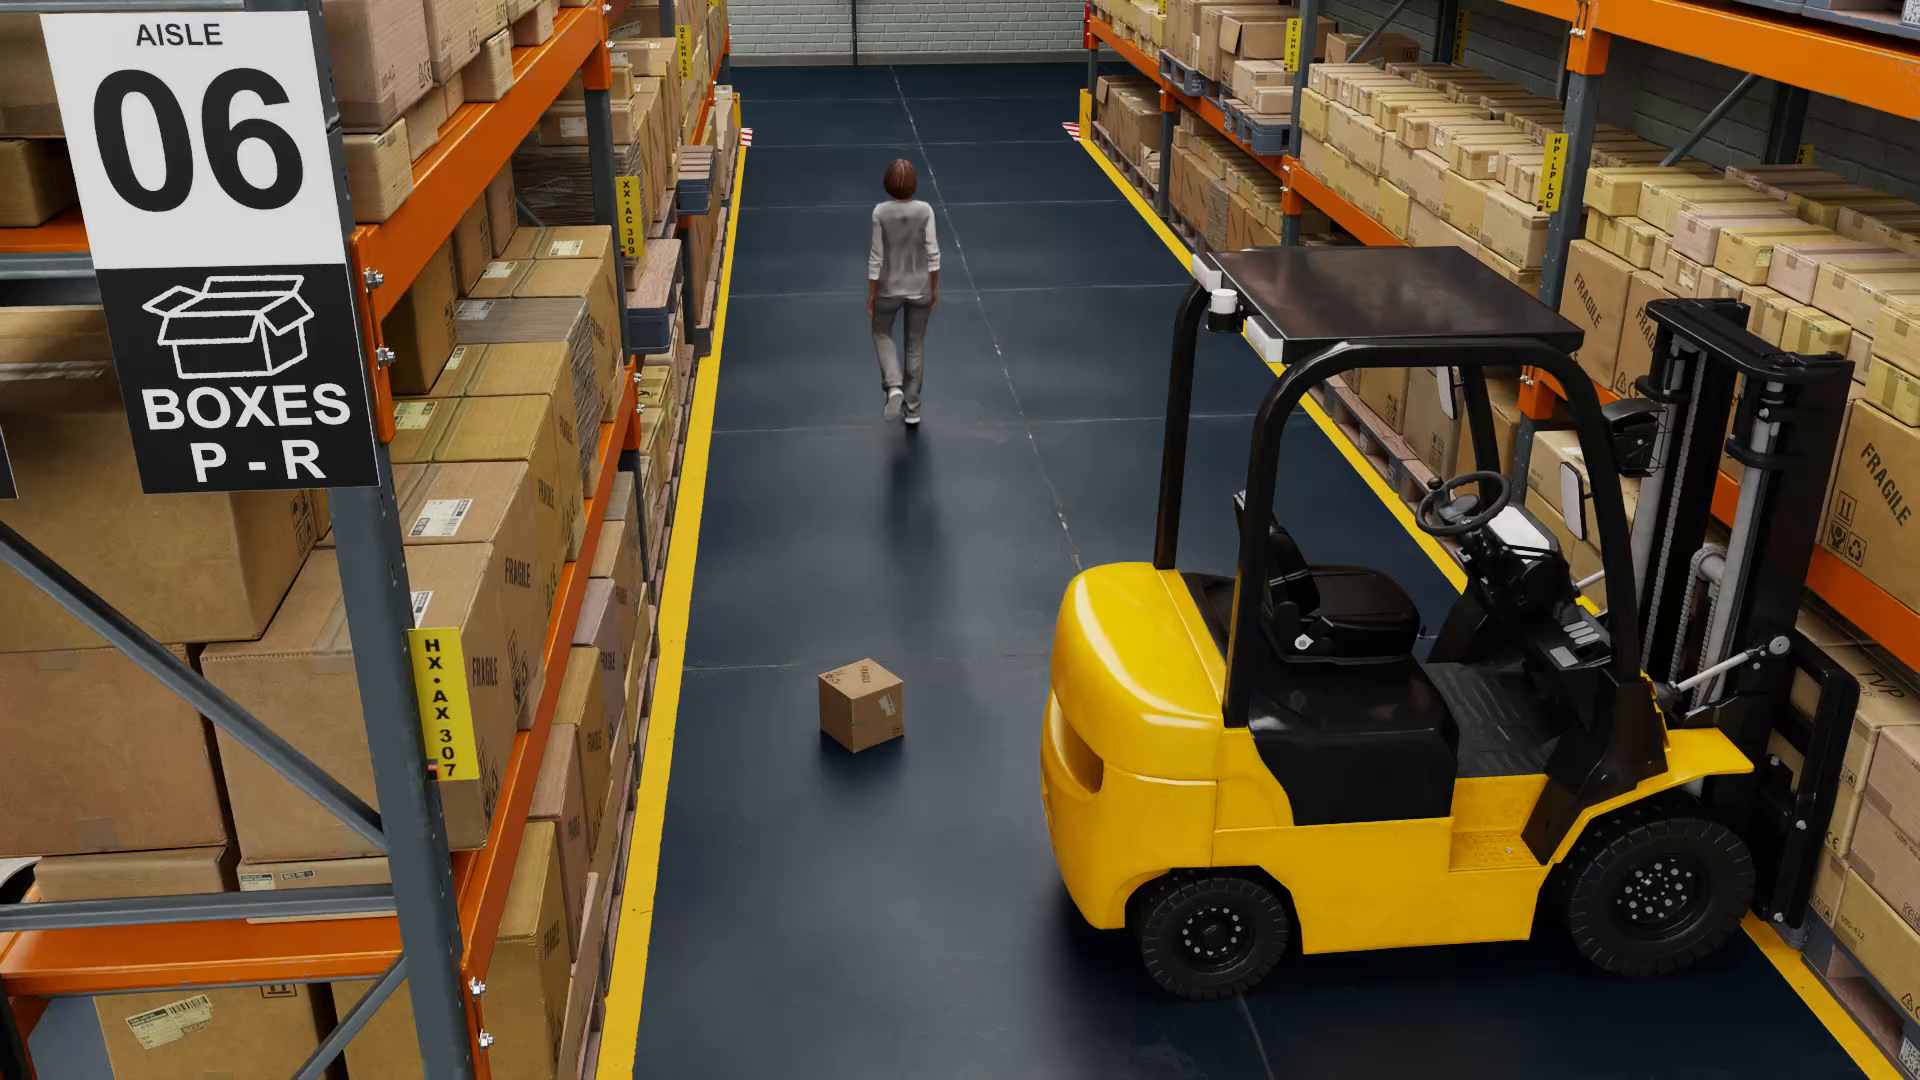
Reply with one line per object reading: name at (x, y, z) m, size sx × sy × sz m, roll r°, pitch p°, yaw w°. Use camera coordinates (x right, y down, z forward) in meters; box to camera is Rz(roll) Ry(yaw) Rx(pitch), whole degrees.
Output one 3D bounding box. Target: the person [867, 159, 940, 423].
person at (-0.338, -1.469, 9.844) m, size 0.436 × 1.591 × 0.417 m, roll -3°, pitch 24°, yaw -6°
